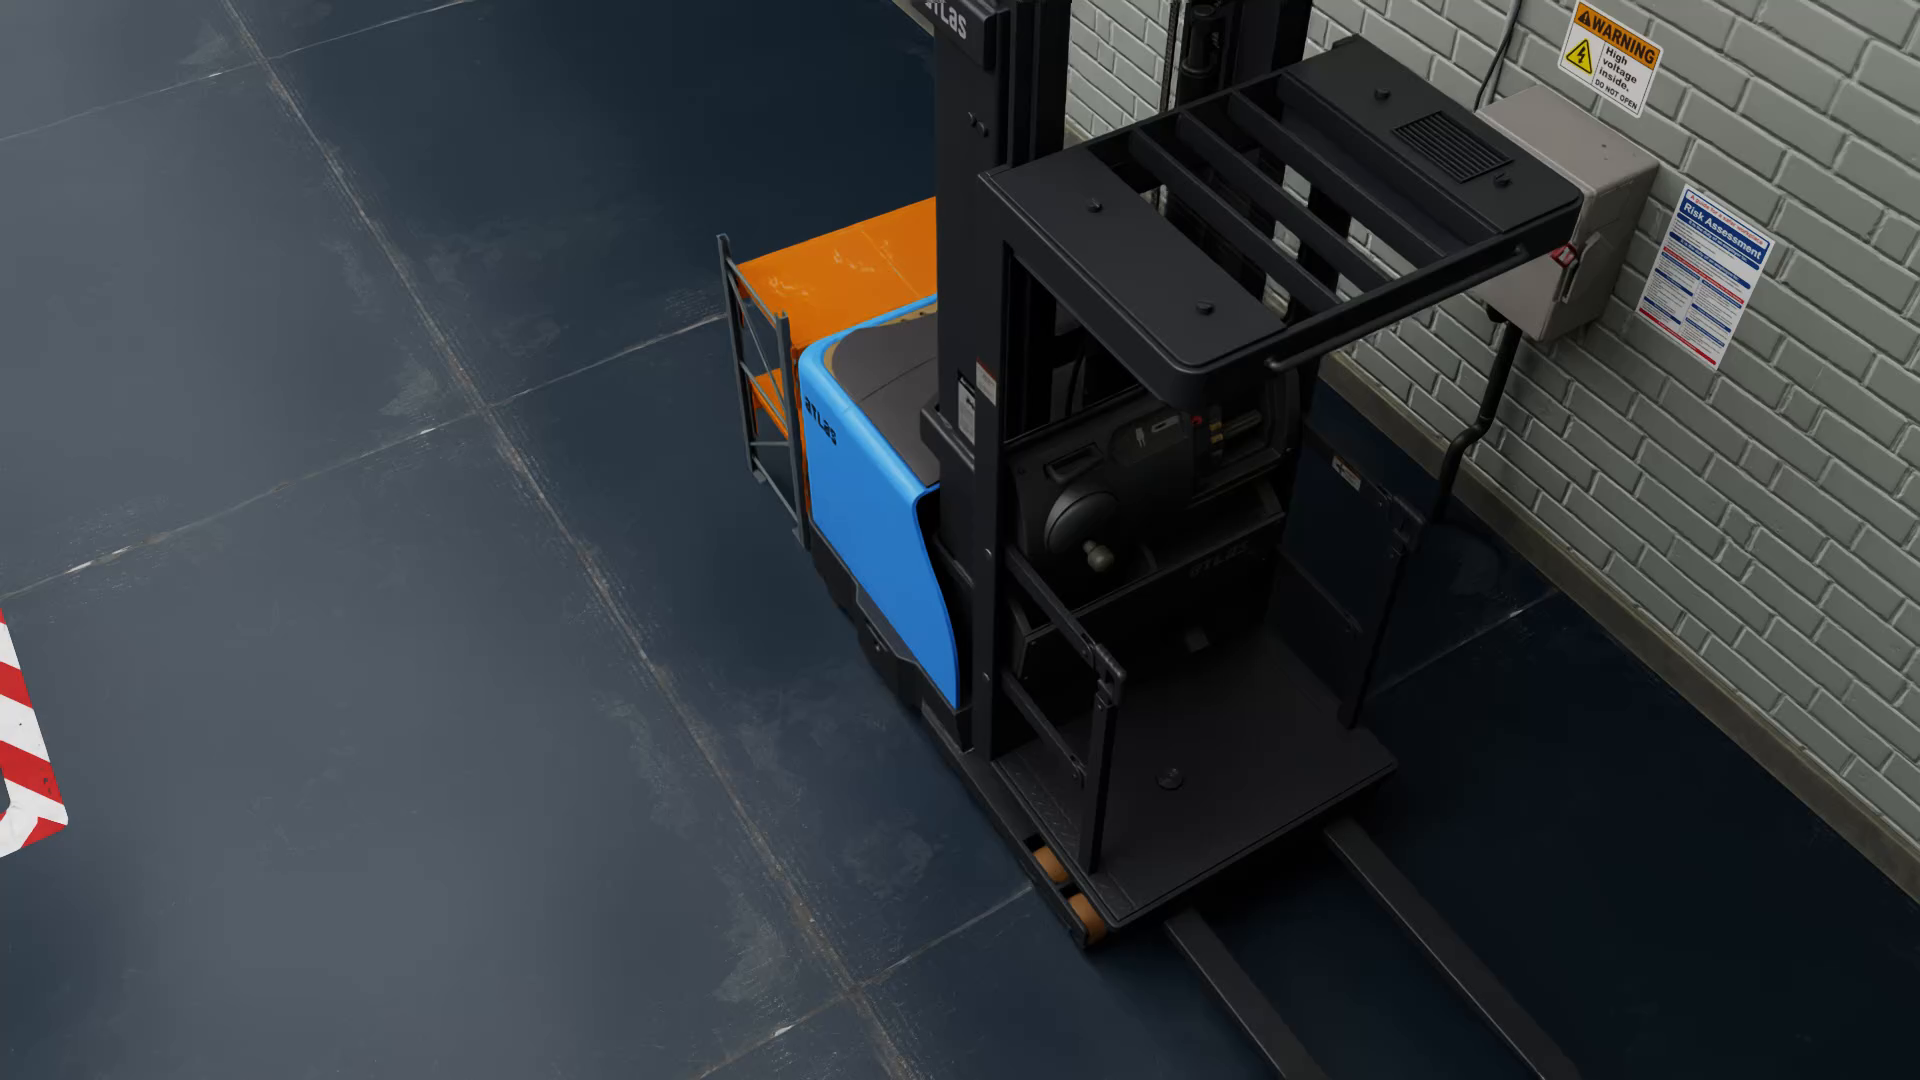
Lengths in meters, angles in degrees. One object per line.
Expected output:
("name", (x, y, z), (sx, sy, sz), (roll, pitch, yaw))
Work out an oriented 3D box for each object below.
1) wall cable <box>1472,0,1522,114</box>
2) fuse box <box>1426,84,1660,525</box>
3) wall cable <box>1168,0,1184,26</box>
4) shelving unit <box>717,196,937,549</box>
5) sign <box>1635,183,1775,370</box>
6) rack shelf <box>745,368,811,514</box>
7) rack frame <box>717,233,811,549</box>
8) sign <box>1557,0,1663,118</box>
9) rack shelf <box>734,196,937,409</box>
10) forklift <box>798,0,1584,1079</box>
("wall cable", (1.562, -1.881, 5.236), (0.122, 1.984, 0.588), (-25, 53, -21))
("fuse box", (1.793, -0.620, 5.657), (0.414, 1.711, 0.539), (-25, 53, -21))
("wall cable", (0.796, -2.782, 6.018), (0.123, 1.953, 0.585), (-25, 53, -21))
("shelving unit", (-0.251, -0.695, 6.116), (1.048, 1.125, 0.538), (-23, 52, -19))
("sign", (2.232, -0.788, 5.007), (0.001, 0.494, 0.329), (-25, 53, -21))
("rack shelf", (-0.251, -0.533, 6.299), (1.000, 0.278, 0.538), (-23, 52, -19))
("rack frame", (-0.692, -0.506, 5.948), (0.032, 1.125, 0.500), (-23, 52, -19))
("sign", (1.939, -1.441, 4.972), (0.001, 0.242, 0.339), (-25, 53, -21))
("rack shelf", (-0.251, -0.890, 5.897), (1.000, 0.278, 0.538), (-23, 52, -19))
("forklift", (0.659, -0.132, 4.405), (1.130, 2.935, 3.031), (-25, 53, -20))
